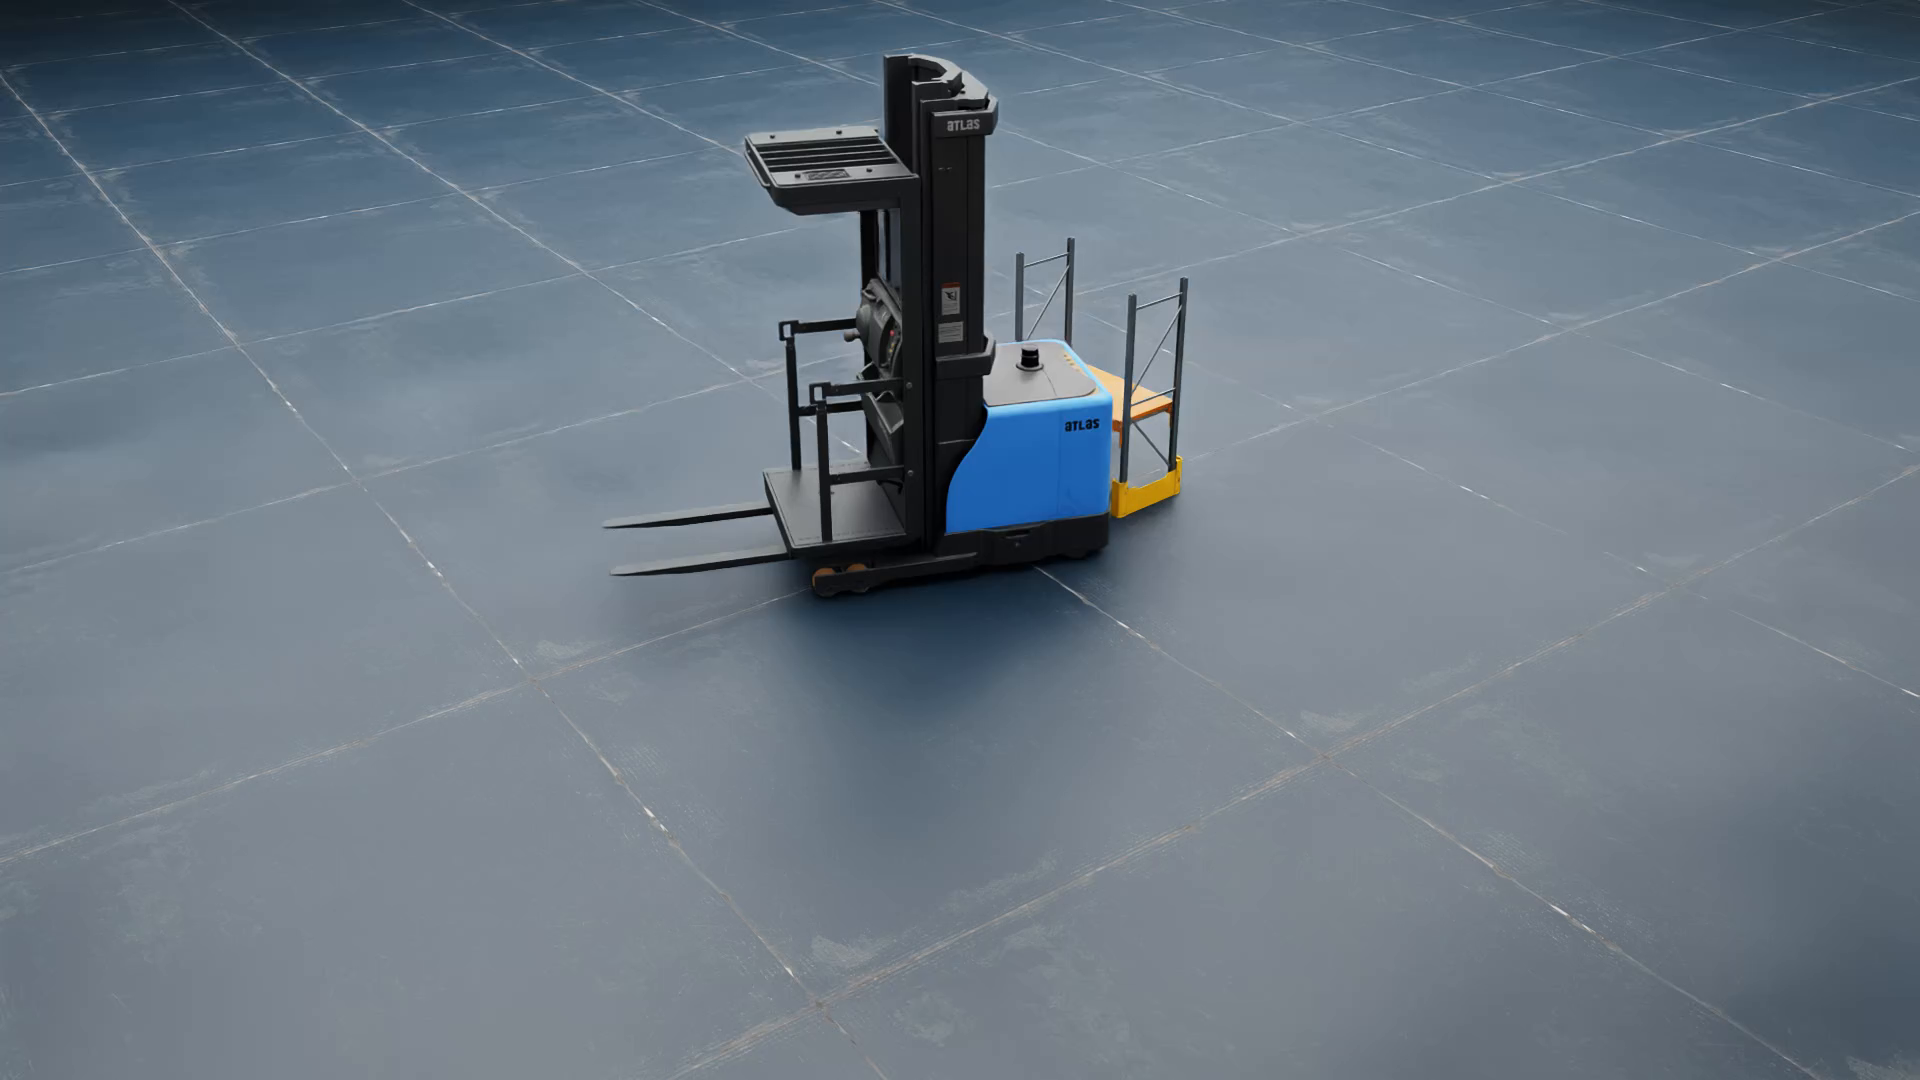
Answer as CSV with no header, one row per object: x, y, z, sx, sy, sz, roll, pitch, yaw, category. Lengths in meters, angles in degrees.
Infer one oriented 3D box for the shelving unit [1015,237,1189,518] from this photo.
0.898,-1.083,10.900,0.587,1.500,1.083,-22,35,-35,shelving unit

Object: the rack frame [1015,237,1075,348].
0.563,-1.271,11.246,0.500,1.500,0.032,-22,35,-35,rack frame

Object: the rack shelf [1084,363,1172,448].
0.893,-0.929,10.992,0.538,0.185,1.000,-22,35,-35,rack shelf

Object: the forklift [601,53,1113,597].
-0.652,-1.233,9.675,3.031,2.935,1.130,-7,29,-13,forklift

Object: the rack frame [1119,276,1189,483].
1.222,-0.902,10.566,0.500,1.500,0.032,-22,35,-35,rack frame

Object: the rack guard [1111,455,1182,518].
1.221,-0.353,10.865,0.587,0.250,0.087,-22,35,-35,rack guard
